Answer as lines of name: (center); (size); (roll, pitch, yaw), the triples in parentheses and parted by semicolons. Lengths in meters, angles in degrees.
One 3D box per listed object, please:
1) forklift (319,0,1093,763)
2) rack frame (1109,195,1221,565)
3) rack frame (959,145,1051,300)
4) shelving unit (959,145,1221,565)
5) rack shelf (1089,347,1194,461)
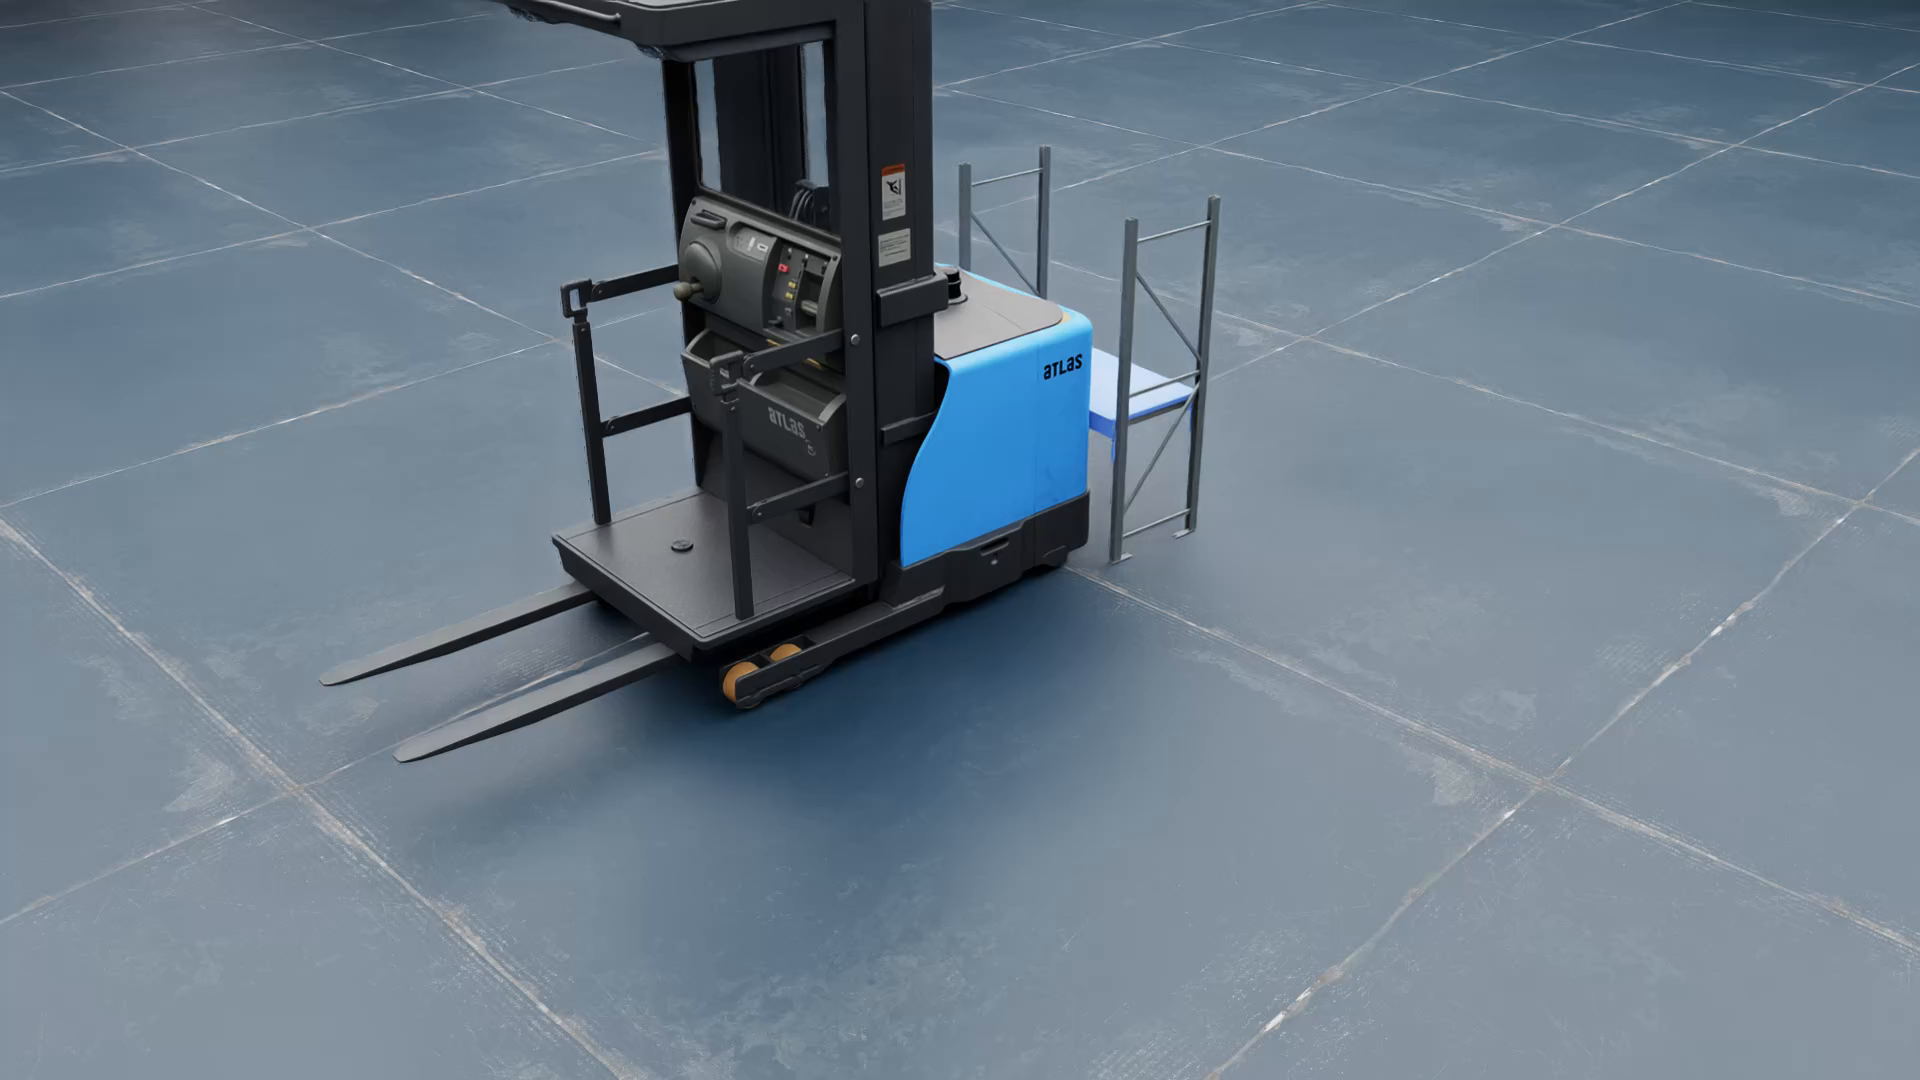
forklift: (-0.895, -0.957, 5.921); (3.031, 2.935, 1.130); (-22, 35, -36)
rack frame: (0.837, -0.637, 6.850); (0.500, 1.500, 0.032); (-21, 34, -34)
rack frame: (0.198, -1.005, 7.550); (0.500, 1.500, 0.032); (-21, 34, -34)
shelving unit: (0.517, -0.821, 7.200); (0.538, 1.500, 1.048); (-21, 34, -34)
rack shelf: (0.517, -0.662, 7.284); (0.538, 0.185, 1.000); (-21, 34, -34)
